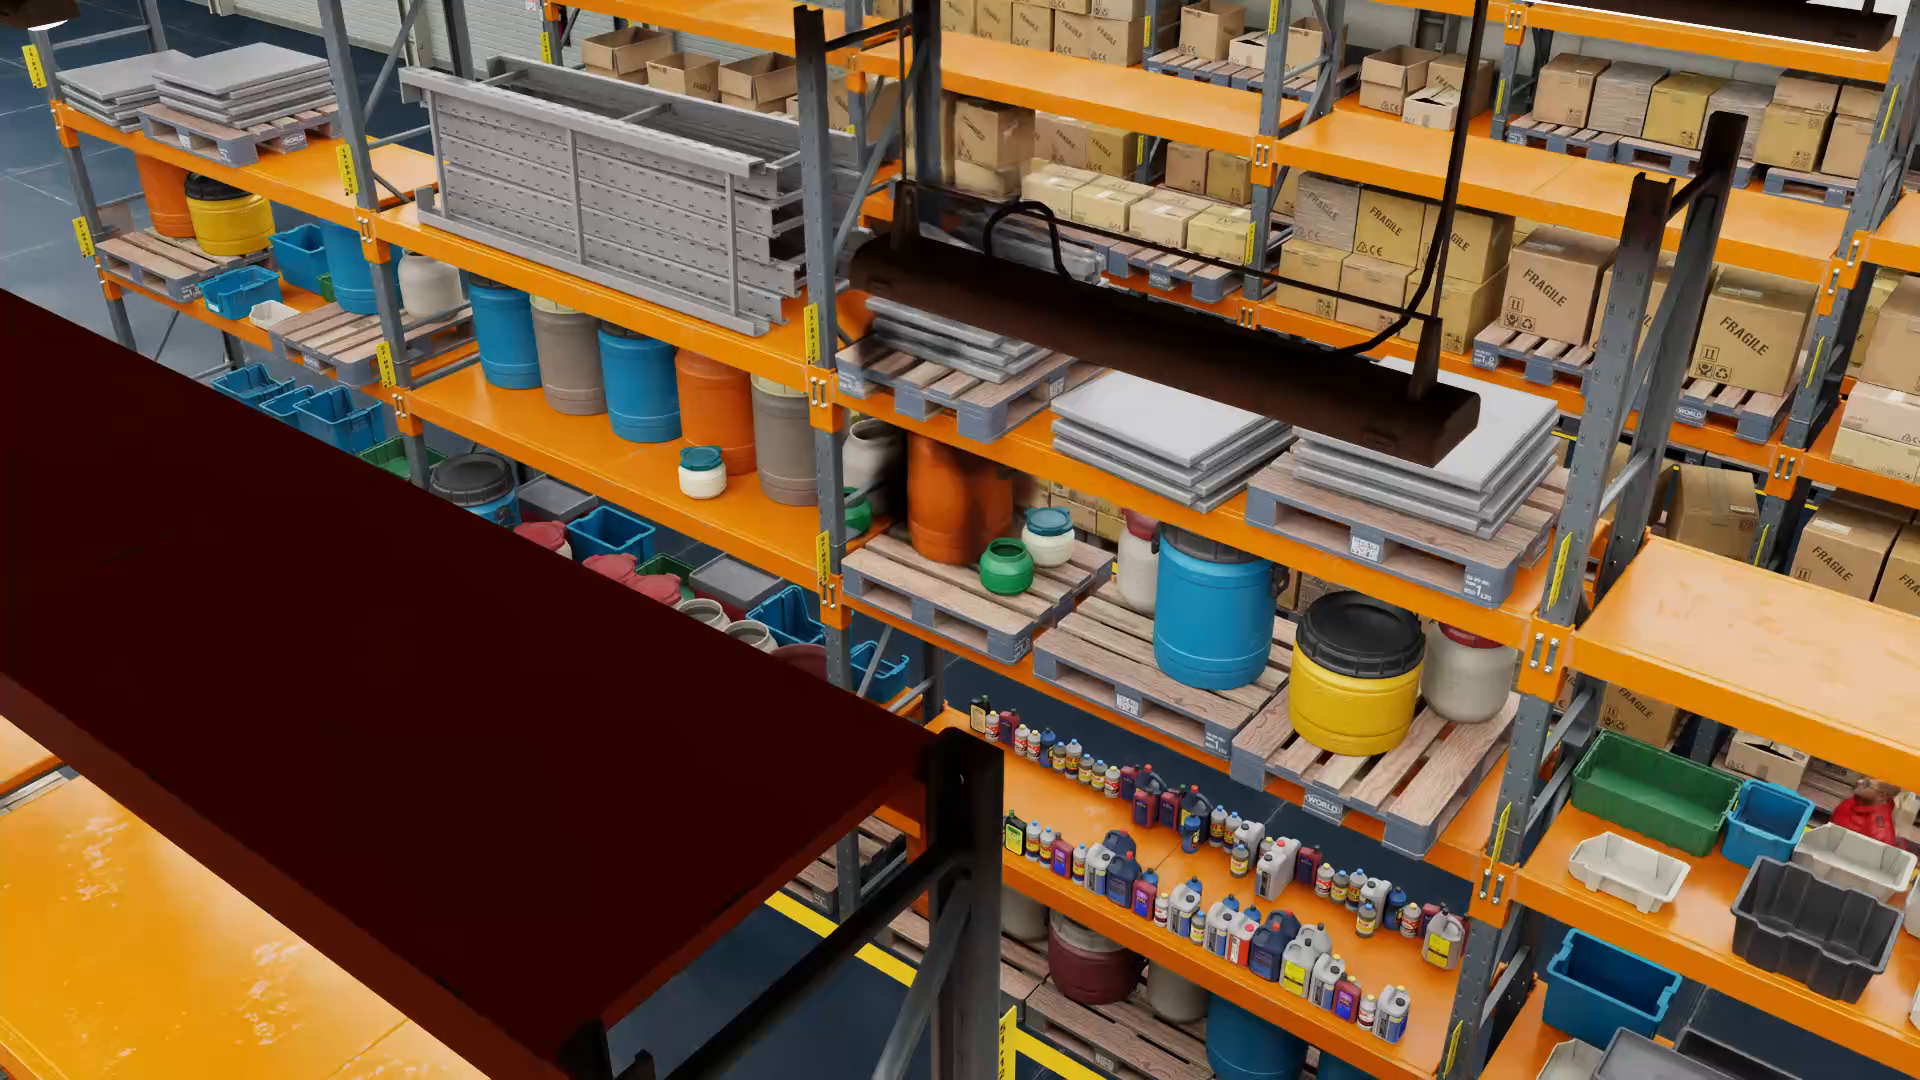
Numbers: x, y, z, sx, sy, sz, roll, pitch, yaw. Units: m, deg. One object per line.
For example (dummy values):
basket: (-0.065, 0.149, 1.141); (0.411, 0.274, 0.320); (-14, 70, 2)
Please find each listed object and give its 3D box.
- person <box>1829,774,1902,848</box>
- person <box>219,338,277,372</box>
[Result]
person: (5.518, 2.087, 10.265); (0.619, 1.704, 0.658); (14, 34, 22)
person: (-7.782, -2.603, 18.002); (0.798, 1.624, 0.520); (-12, 34, -19)
